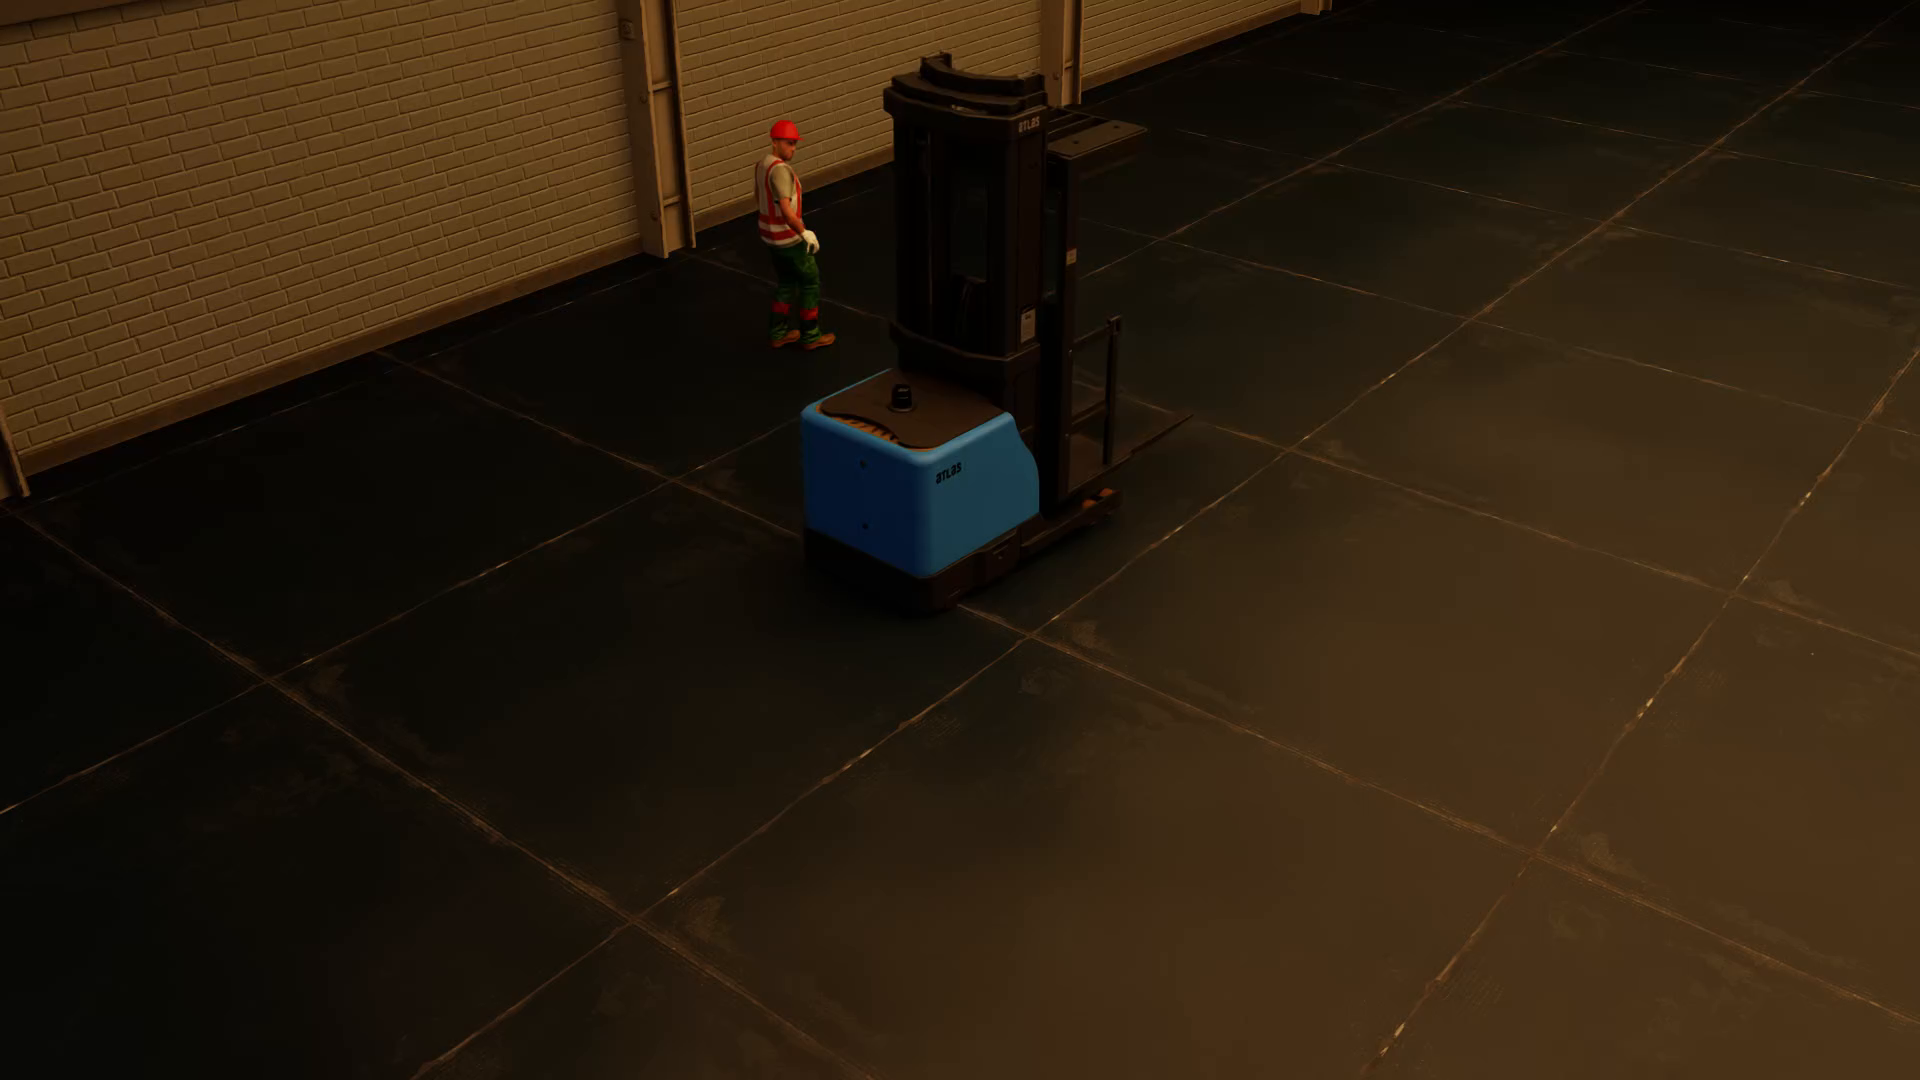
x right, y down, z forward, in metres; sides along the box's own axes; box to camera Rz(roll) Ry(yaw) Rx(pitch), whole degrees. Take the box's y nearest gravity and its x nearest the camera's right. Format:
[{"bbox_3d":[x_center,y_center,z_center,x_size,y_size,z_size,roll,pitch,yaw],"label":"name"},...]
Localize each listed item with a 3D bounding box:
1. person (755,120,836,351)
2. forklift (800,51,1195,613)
[{"bbox_3d":[-1.279,-2.330,12.744,0.506,1.761,0.757,-19,35,-29],"label":"person"},{"bbox_3d":[0.394,-1.507,10.175,1.130,2.935,3.031,24,38,35],"label":"forklift"}]
